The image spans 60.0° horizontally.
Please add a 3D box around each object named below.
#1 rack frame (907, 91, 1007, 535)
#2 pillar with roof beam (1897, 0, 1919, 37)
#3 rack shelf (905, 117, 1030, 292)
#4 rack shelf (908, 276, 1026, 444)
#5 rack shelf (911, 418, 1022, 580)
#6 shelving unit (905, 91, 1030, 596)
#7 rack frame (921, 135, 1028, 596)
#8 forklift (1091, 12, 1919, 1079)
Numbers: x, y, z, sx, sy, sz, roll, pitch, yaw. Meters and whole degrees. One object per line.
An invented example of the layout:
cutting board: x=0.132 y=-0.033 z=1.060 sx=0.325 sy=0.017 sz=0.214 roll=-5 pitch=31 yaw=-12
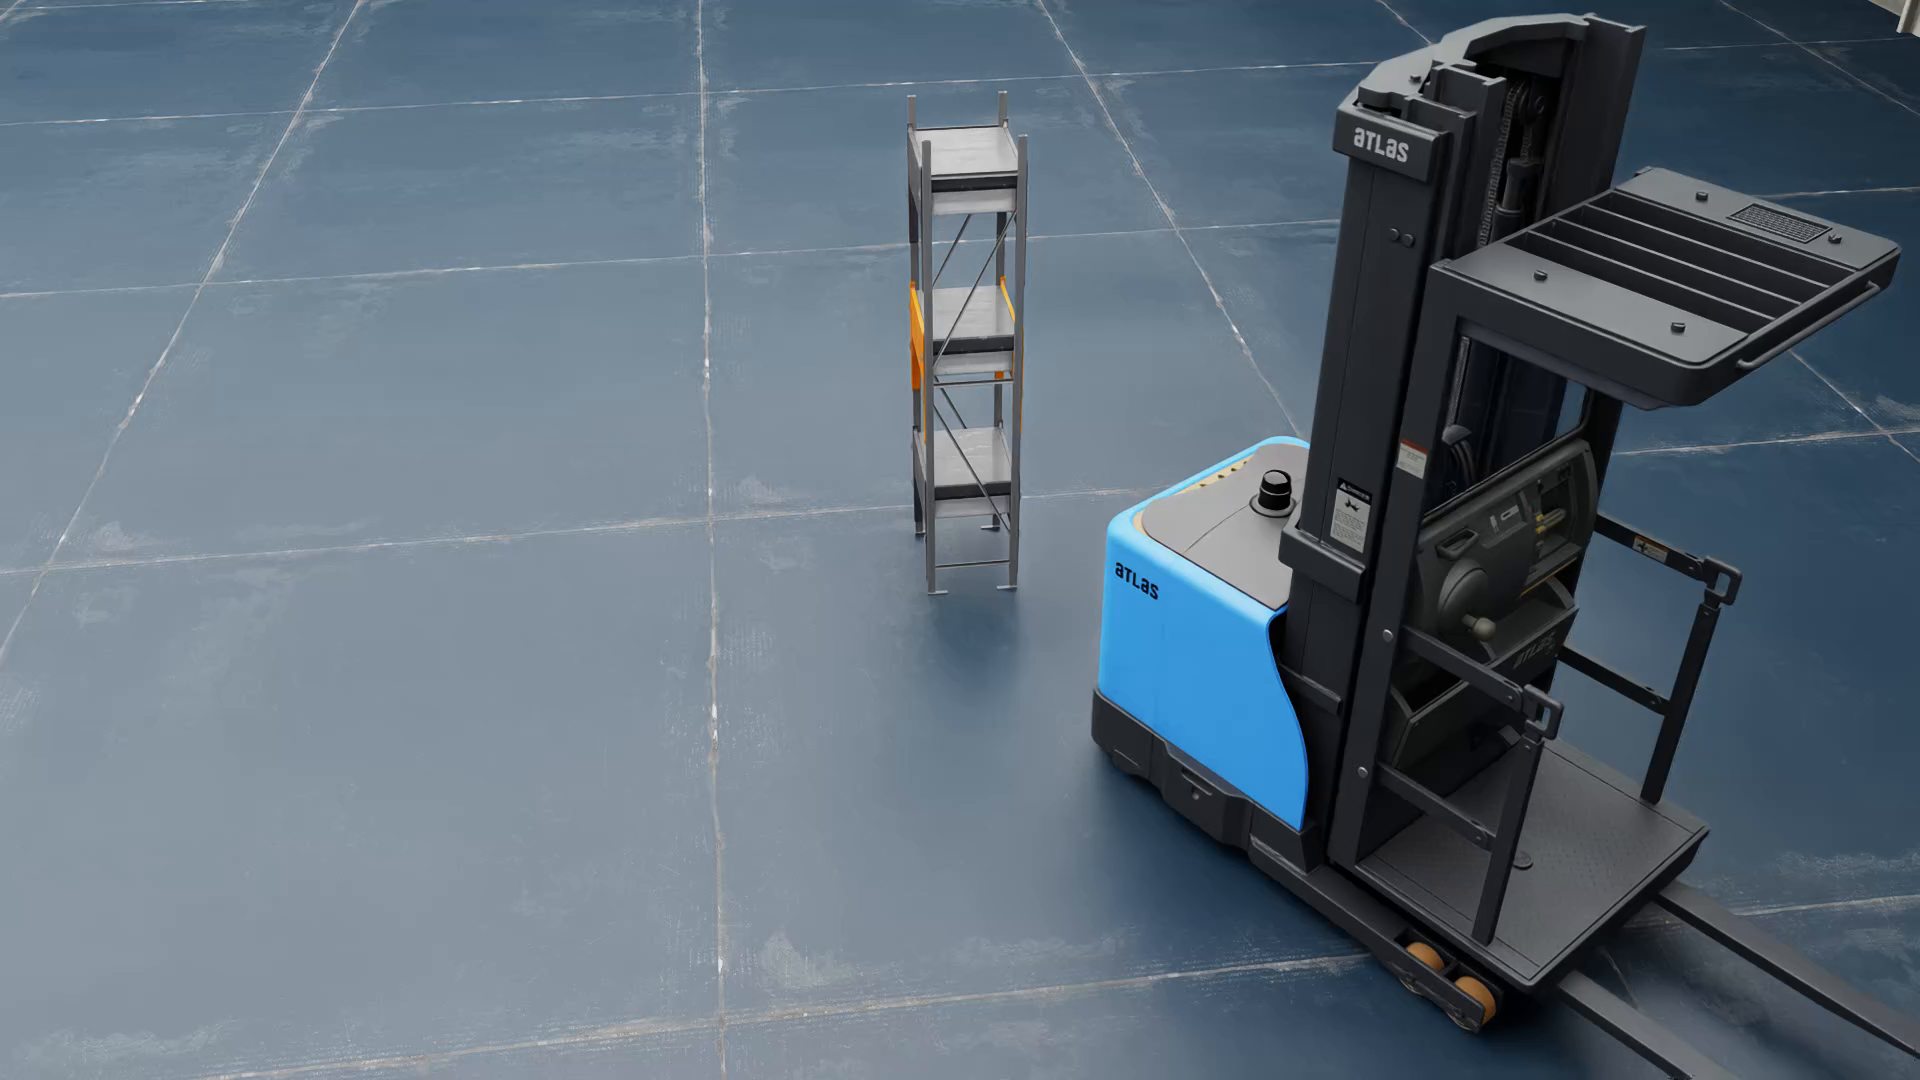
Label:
rack frame: x=-0.011 y=-0.911 z=7.223 sx=0.400 sy=2.100 sz=0.015 roll=-4 pitch=35 yaw=-6
pillar with roof beam: x=3.838 y=-7.606 z=10.920 sx=9.100 sy=9.000 sz=0.400 roll=-4 pitch=35 yaw=-6
rack shelf: x=0.022 y=-1.342 z=6.637 sx=0.431 sy=0.518 sz=0.480 roll=-4 pitch=35 yaw=-6
rack shelf: x=0.022 y=-0.764 z=7.031 sx=0.431 sy=0.518 sz=0.480 roll=-4 pitch=35 yaw=-6
rack shelf: x=0.022 y=-0.186 z=7.425 sx=0.431 sy=0.518 sz=0.480 roll=-4 pitch=35 yaw=-6
shelving unit: x=0.022 y=-0.775 z=7.023 sx=0.431 sy=2.100 sz=0.503 roll=-4 pitch=35 yaw=-6
rack frame: x=0.055 y=-0.639 z=6.823 sx=0.400 sy=2.100 sz=0.015 roll=-4 pitch=35 yaw=-6
forklift: x=1.851 y=0.056 z=5.065 sx=1.130 sy=2.935 sz=3.031 roll=-26 pitch=42 yaw=-32
